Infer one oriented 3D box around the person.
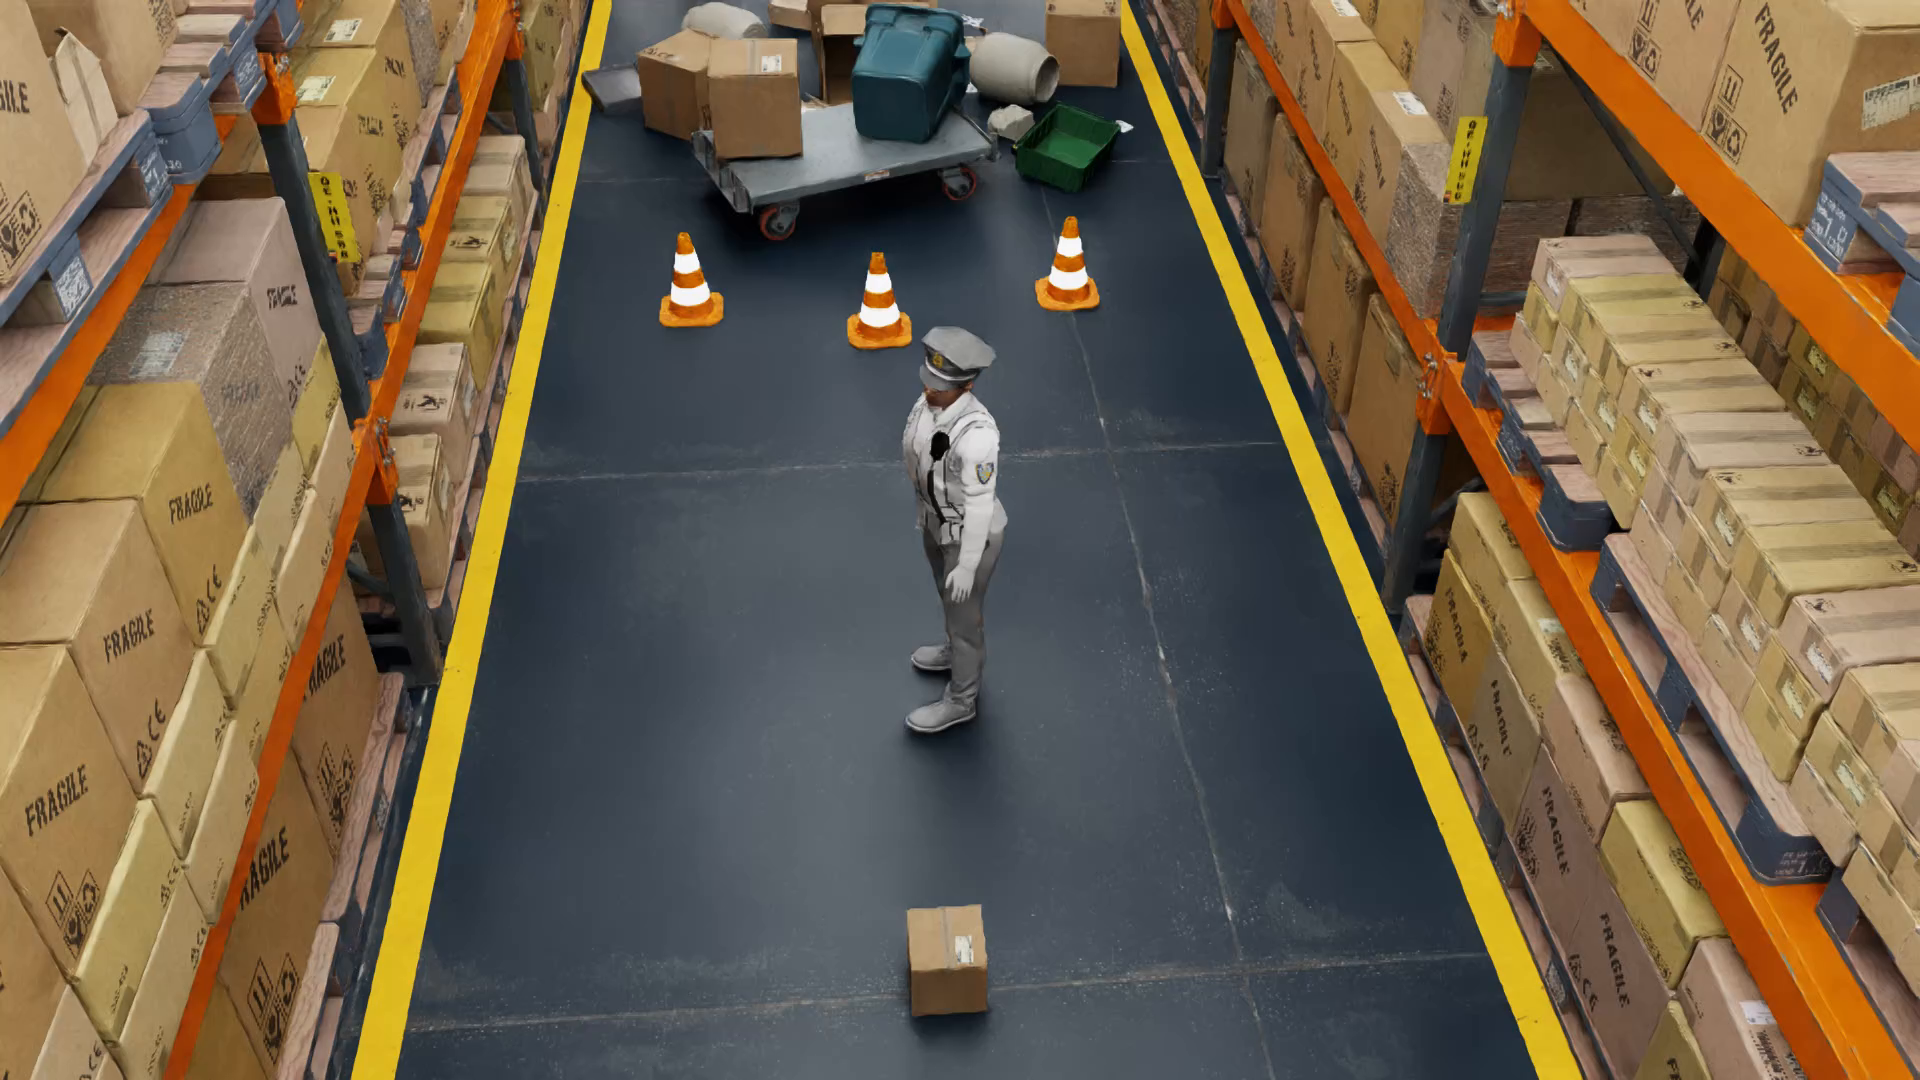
[{"bbox_3d":[-0.063,-0.023,6.131,0.431,1.683,0.541,-16,42,-19],"label":"person"}]
